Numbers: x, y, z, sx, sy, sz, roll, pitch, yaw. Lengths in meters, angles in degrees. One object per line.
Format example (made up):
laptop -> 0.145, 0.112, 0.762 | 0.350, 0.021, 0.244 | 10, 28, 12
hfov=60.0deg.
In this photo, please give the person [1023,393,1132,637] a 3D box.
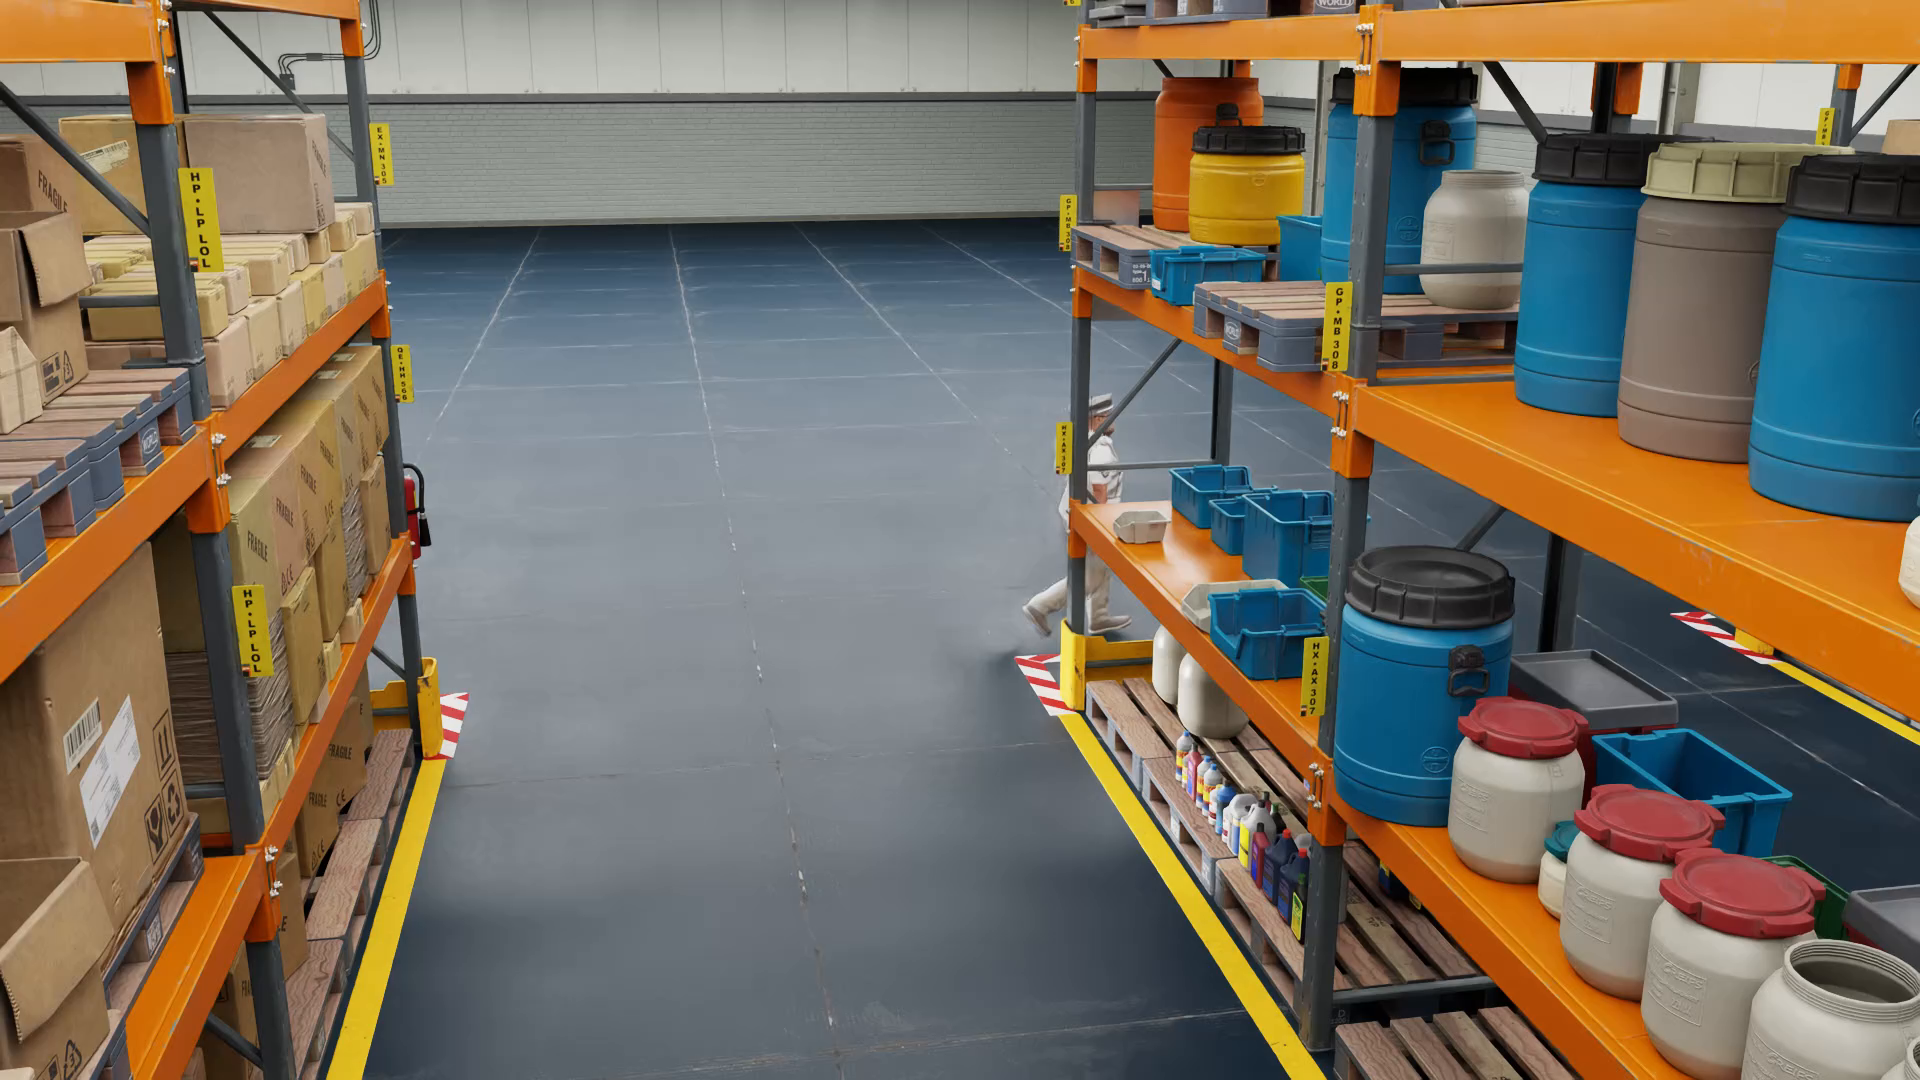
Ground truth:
person -> 0.834, -0.142, 11.474 | 0.854, 1.745, 0.591 | -3, 17, -11
